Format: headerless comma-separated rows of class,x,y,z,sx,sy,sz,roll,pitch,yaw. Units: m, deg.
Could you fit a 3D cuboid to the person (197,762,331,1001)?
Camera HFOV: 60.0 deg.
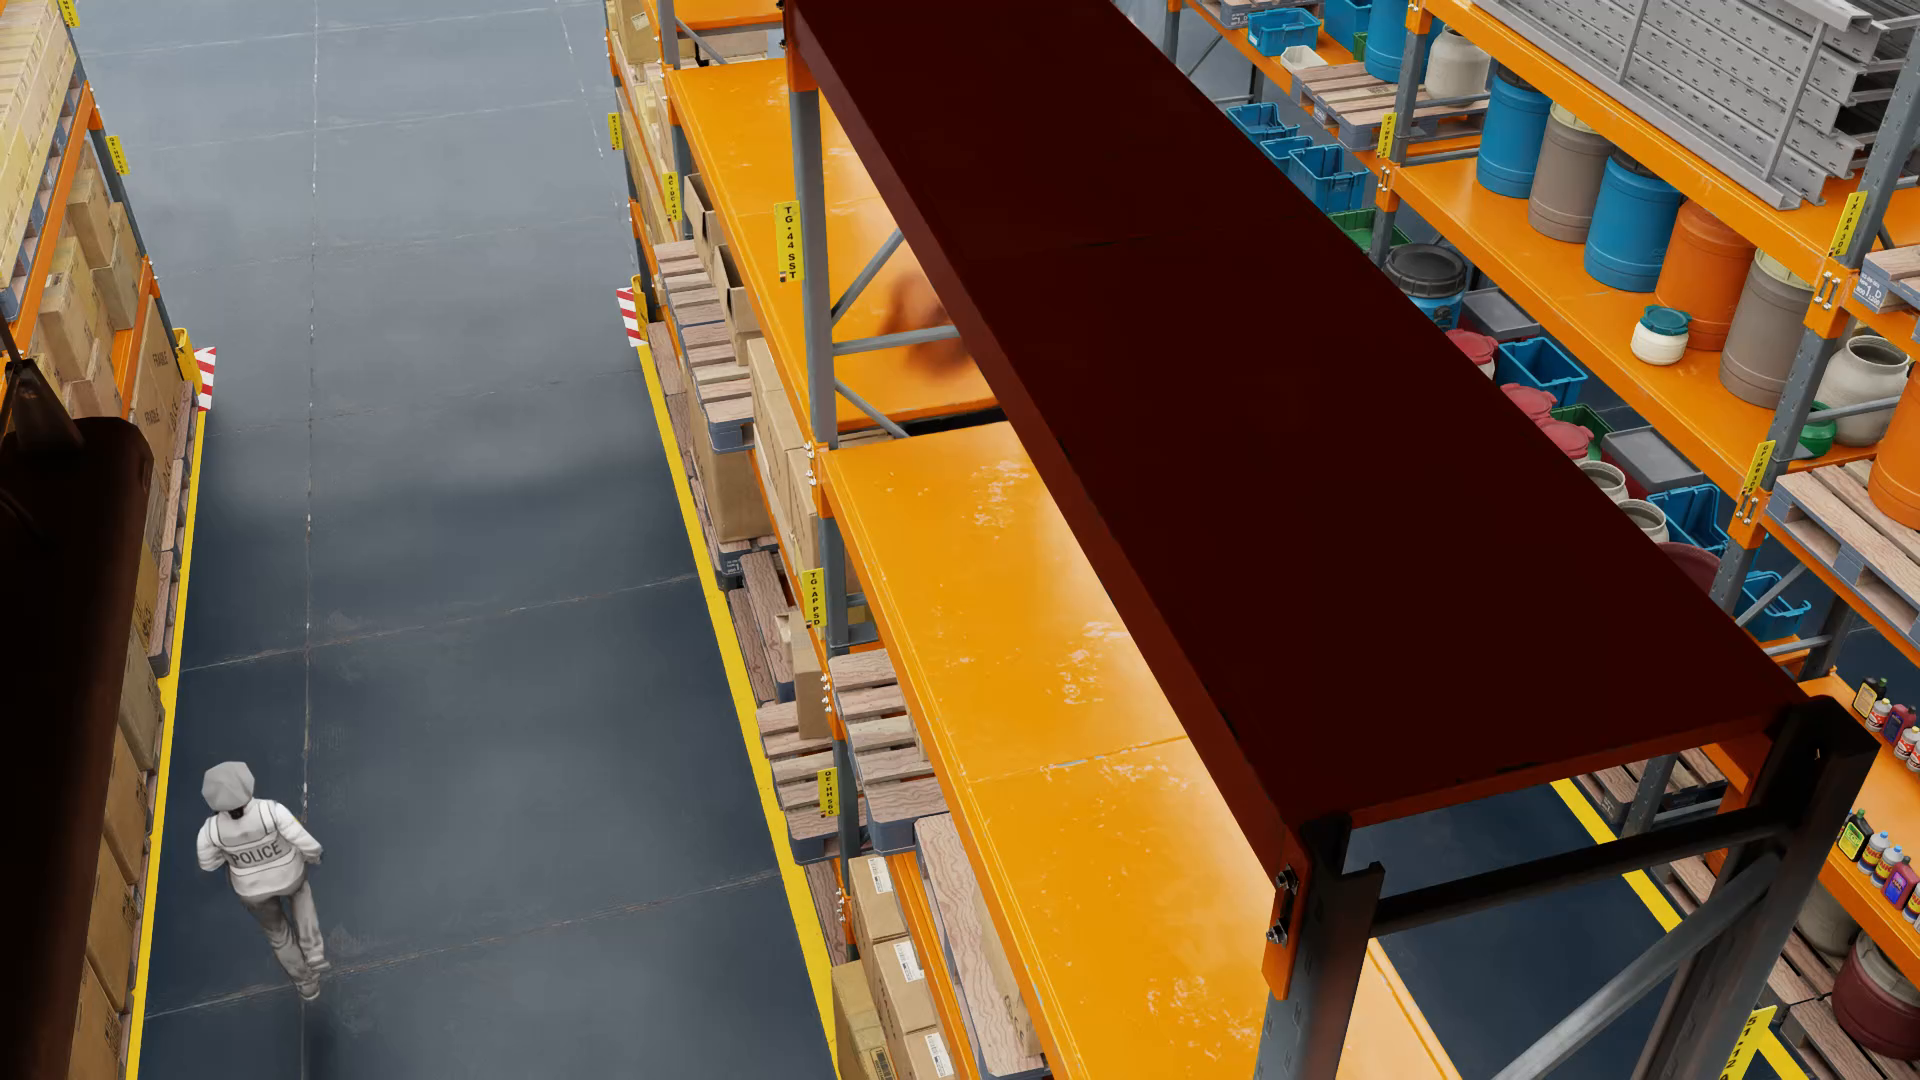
person,-3.660,1.741,8.818,0.600,1.667,0.550,-16,41,-19
